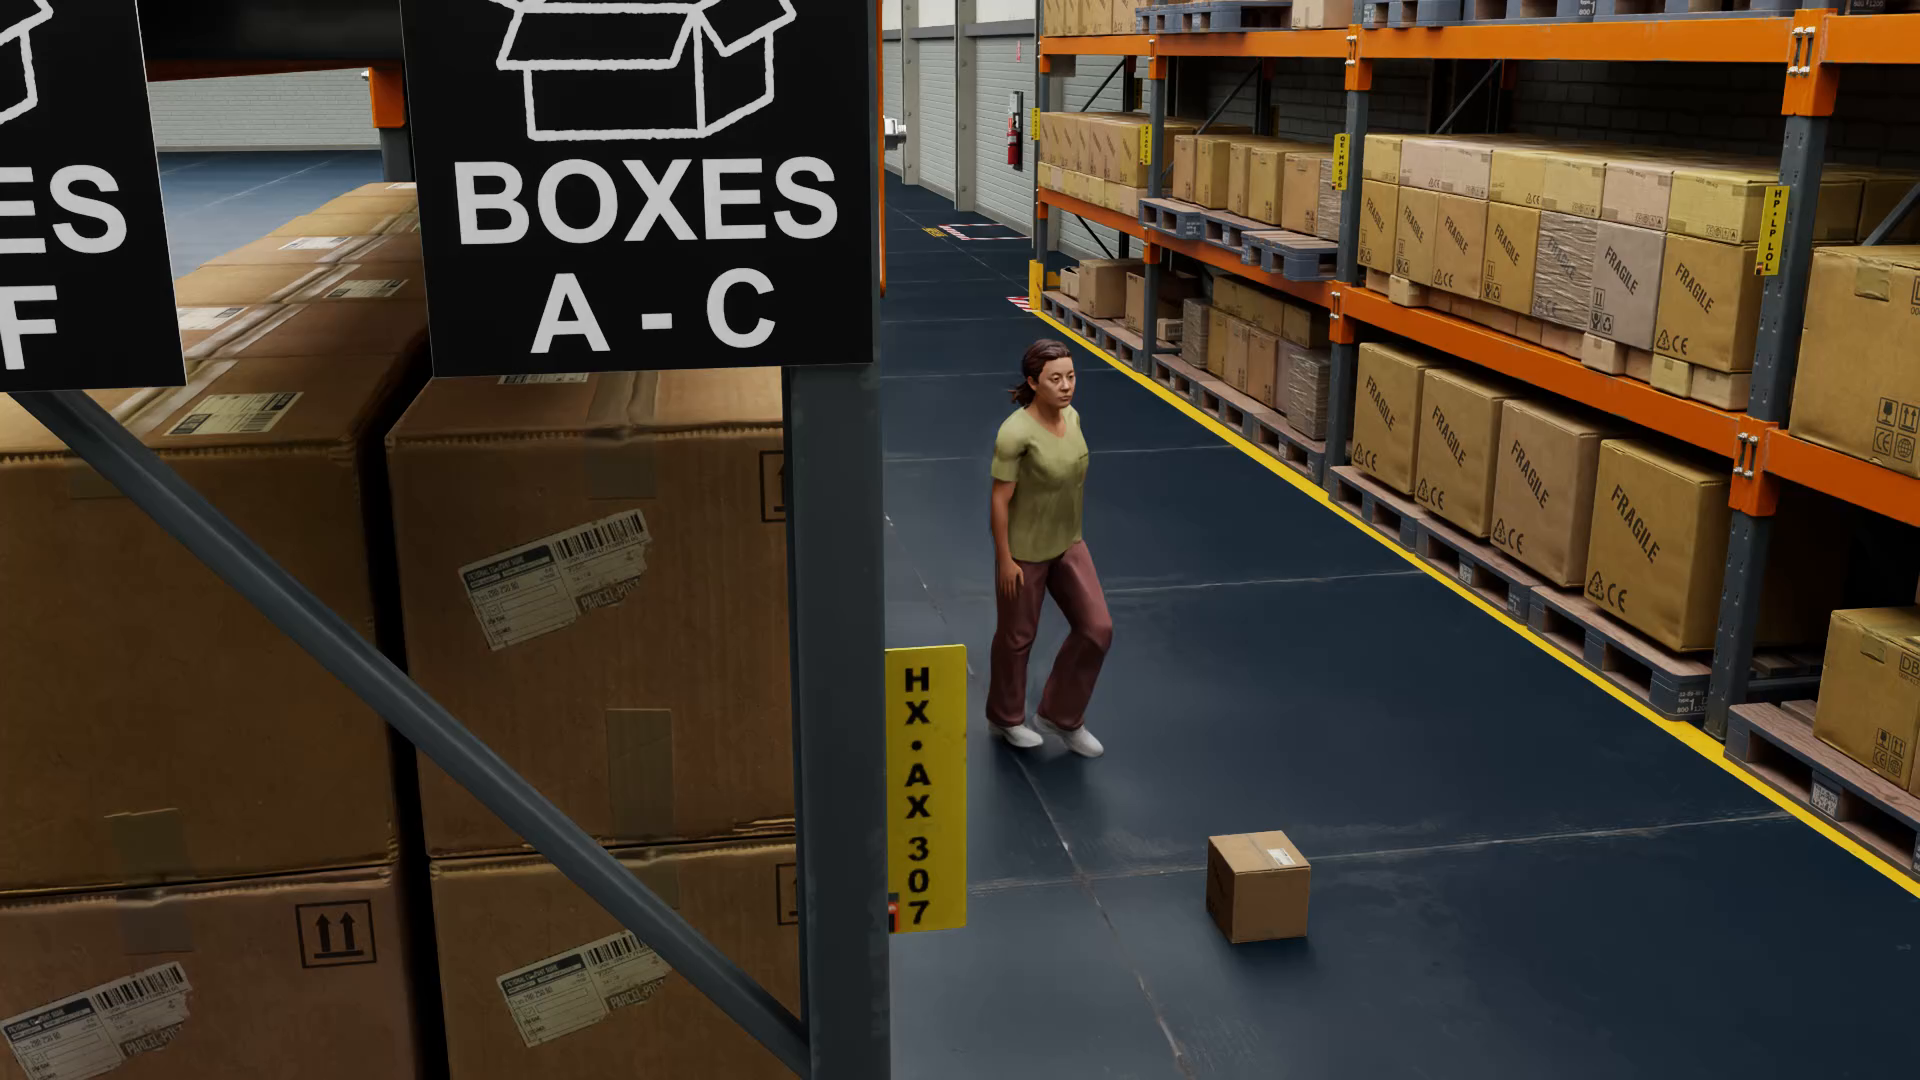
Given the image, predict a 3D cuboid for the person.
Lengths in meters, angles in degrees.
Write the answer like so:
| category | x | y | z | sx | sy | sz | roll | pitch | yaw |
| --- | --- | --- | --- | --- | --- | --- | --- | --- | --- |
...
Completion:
| category | x | y | z | sx | sy | sz | roll | pitch | yaw |
| --- | --- | --- | --- | --- | --- | --- | --- | --- | --- |
| person | 0.280 | 0.051 | 6.357 | 0.472 | 1.673 | 0.534 | -13 | 21 | -37 |
